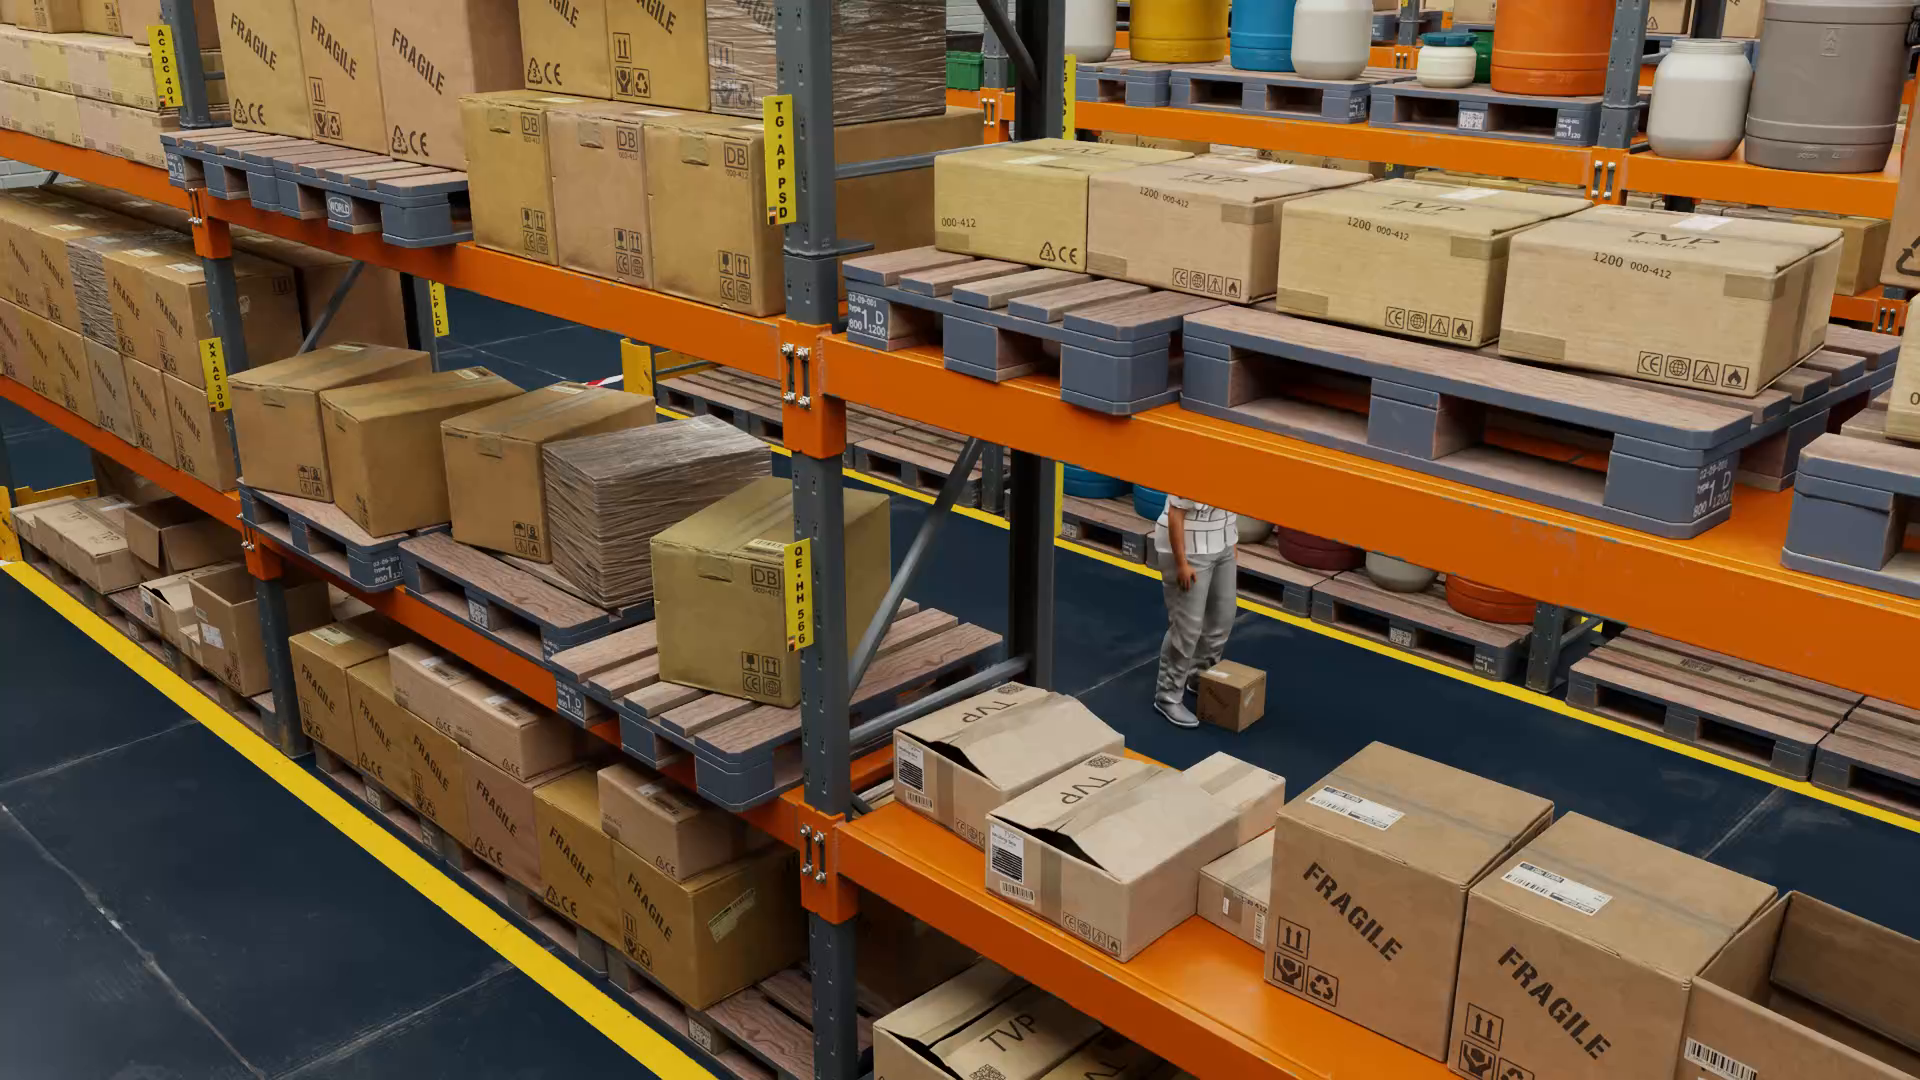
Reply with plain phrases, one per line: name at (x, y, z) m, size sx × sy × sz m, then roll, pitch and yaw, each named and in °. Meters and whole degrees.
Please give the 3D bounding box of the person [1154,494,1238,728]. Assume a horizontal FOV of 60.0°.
person at (1.236, 0.078, 8.364) m, size 0.456 × 1.666 × 0.563 m, roll 17°, pitch 27°, yaw 38°
